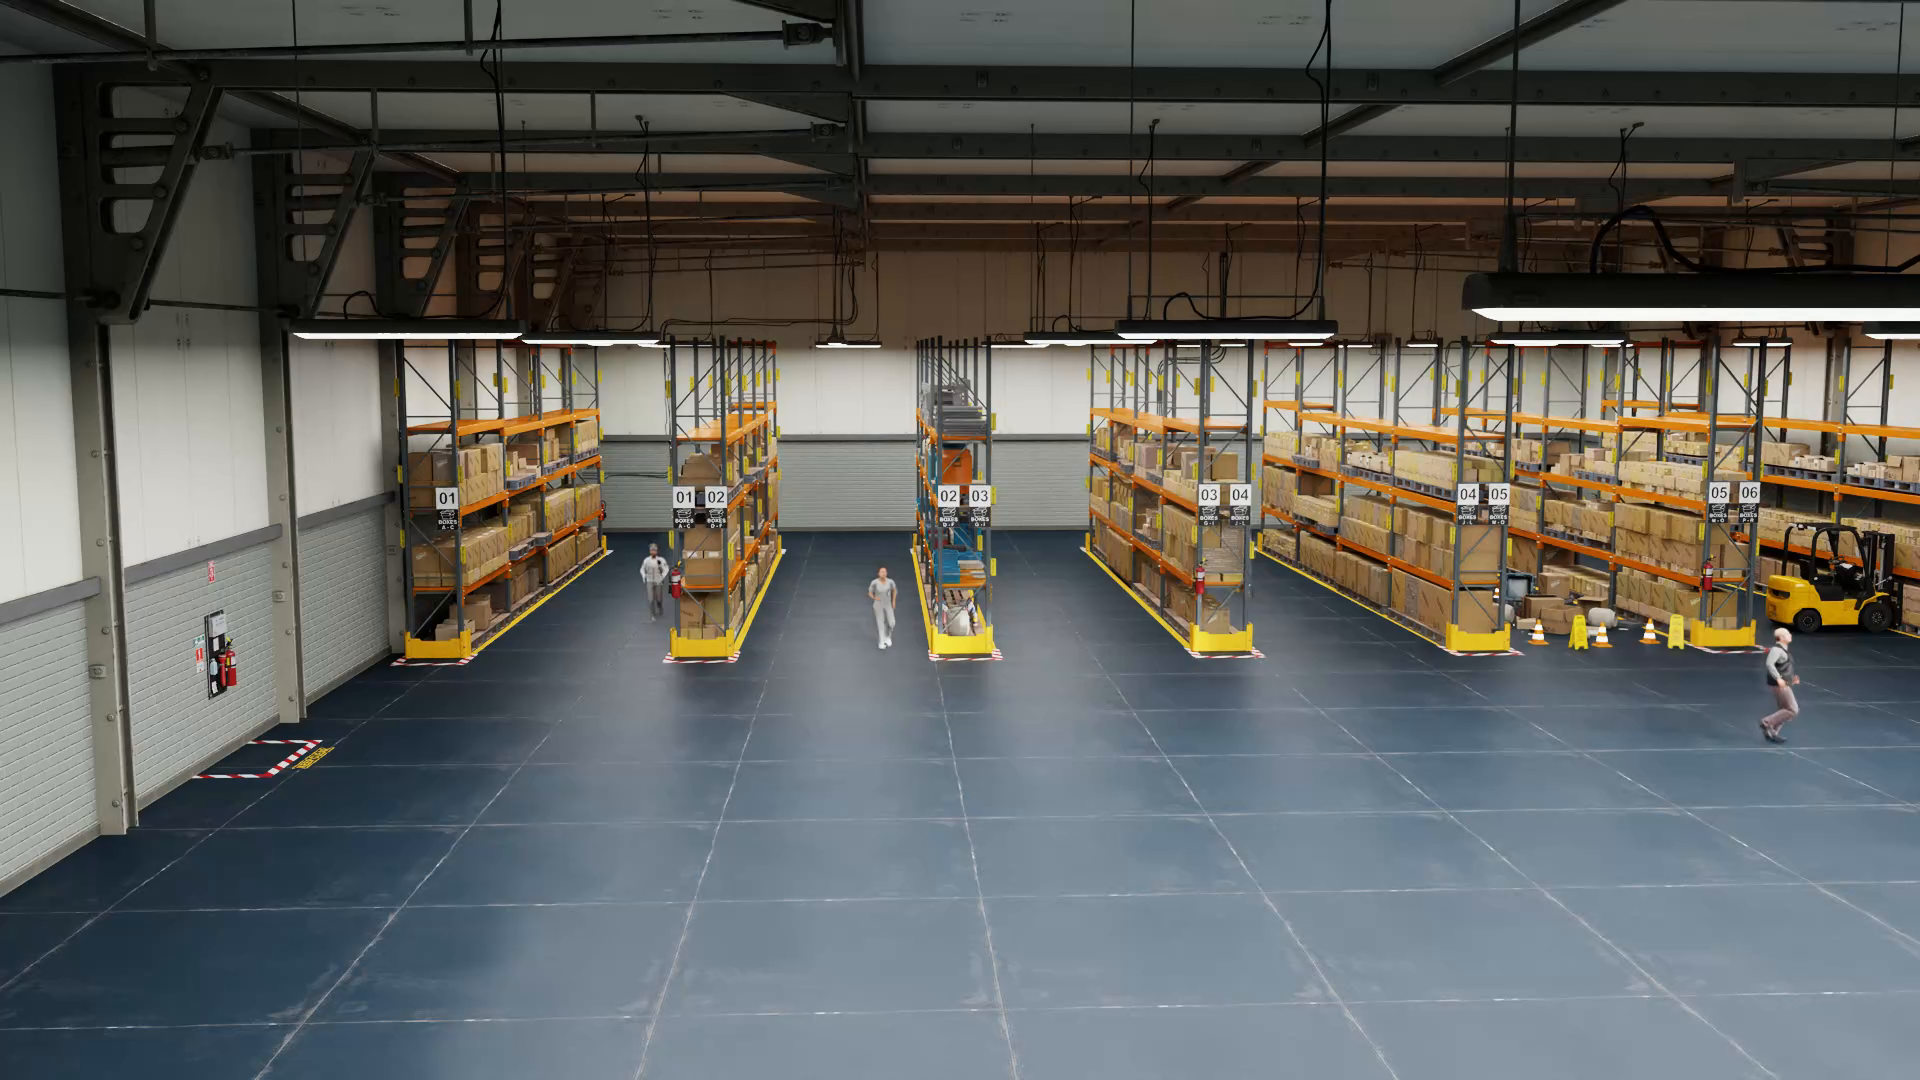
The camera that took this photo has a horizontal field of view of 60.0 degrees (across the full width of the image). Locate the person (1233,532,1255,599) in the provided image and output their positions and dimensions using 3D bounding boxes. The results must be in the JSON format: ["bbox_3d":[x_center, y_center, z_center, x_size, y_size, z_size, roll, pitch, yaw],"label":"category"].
[{"bbox_3d":[6.599,0.424,38.809,0.682,1.810,0.815,-1,7,-8],"label":"person"}]

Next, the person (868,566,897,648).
[{"bbox_3d":[-1.469,1.296,31.879,0.582,1.615,0.657,-1,7,-13],"label":"person"}]

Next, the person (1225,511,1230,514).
[{"bbox_3d":[7.375,-0.446,46.864,0.734,1.707,0.537,1,7,11],"label":"person"}]

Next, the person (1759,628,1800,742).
[{"bbox_3d":[12.021,2.128,24.357,0.515,1.682,0.666,4,7,30],"label":"person"}]

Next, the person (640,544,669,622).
[{"bbox_3d":[-6.498,0.892,35.345,0.614,1.647,0.580,-1,7,-4],"label":"person"}]
